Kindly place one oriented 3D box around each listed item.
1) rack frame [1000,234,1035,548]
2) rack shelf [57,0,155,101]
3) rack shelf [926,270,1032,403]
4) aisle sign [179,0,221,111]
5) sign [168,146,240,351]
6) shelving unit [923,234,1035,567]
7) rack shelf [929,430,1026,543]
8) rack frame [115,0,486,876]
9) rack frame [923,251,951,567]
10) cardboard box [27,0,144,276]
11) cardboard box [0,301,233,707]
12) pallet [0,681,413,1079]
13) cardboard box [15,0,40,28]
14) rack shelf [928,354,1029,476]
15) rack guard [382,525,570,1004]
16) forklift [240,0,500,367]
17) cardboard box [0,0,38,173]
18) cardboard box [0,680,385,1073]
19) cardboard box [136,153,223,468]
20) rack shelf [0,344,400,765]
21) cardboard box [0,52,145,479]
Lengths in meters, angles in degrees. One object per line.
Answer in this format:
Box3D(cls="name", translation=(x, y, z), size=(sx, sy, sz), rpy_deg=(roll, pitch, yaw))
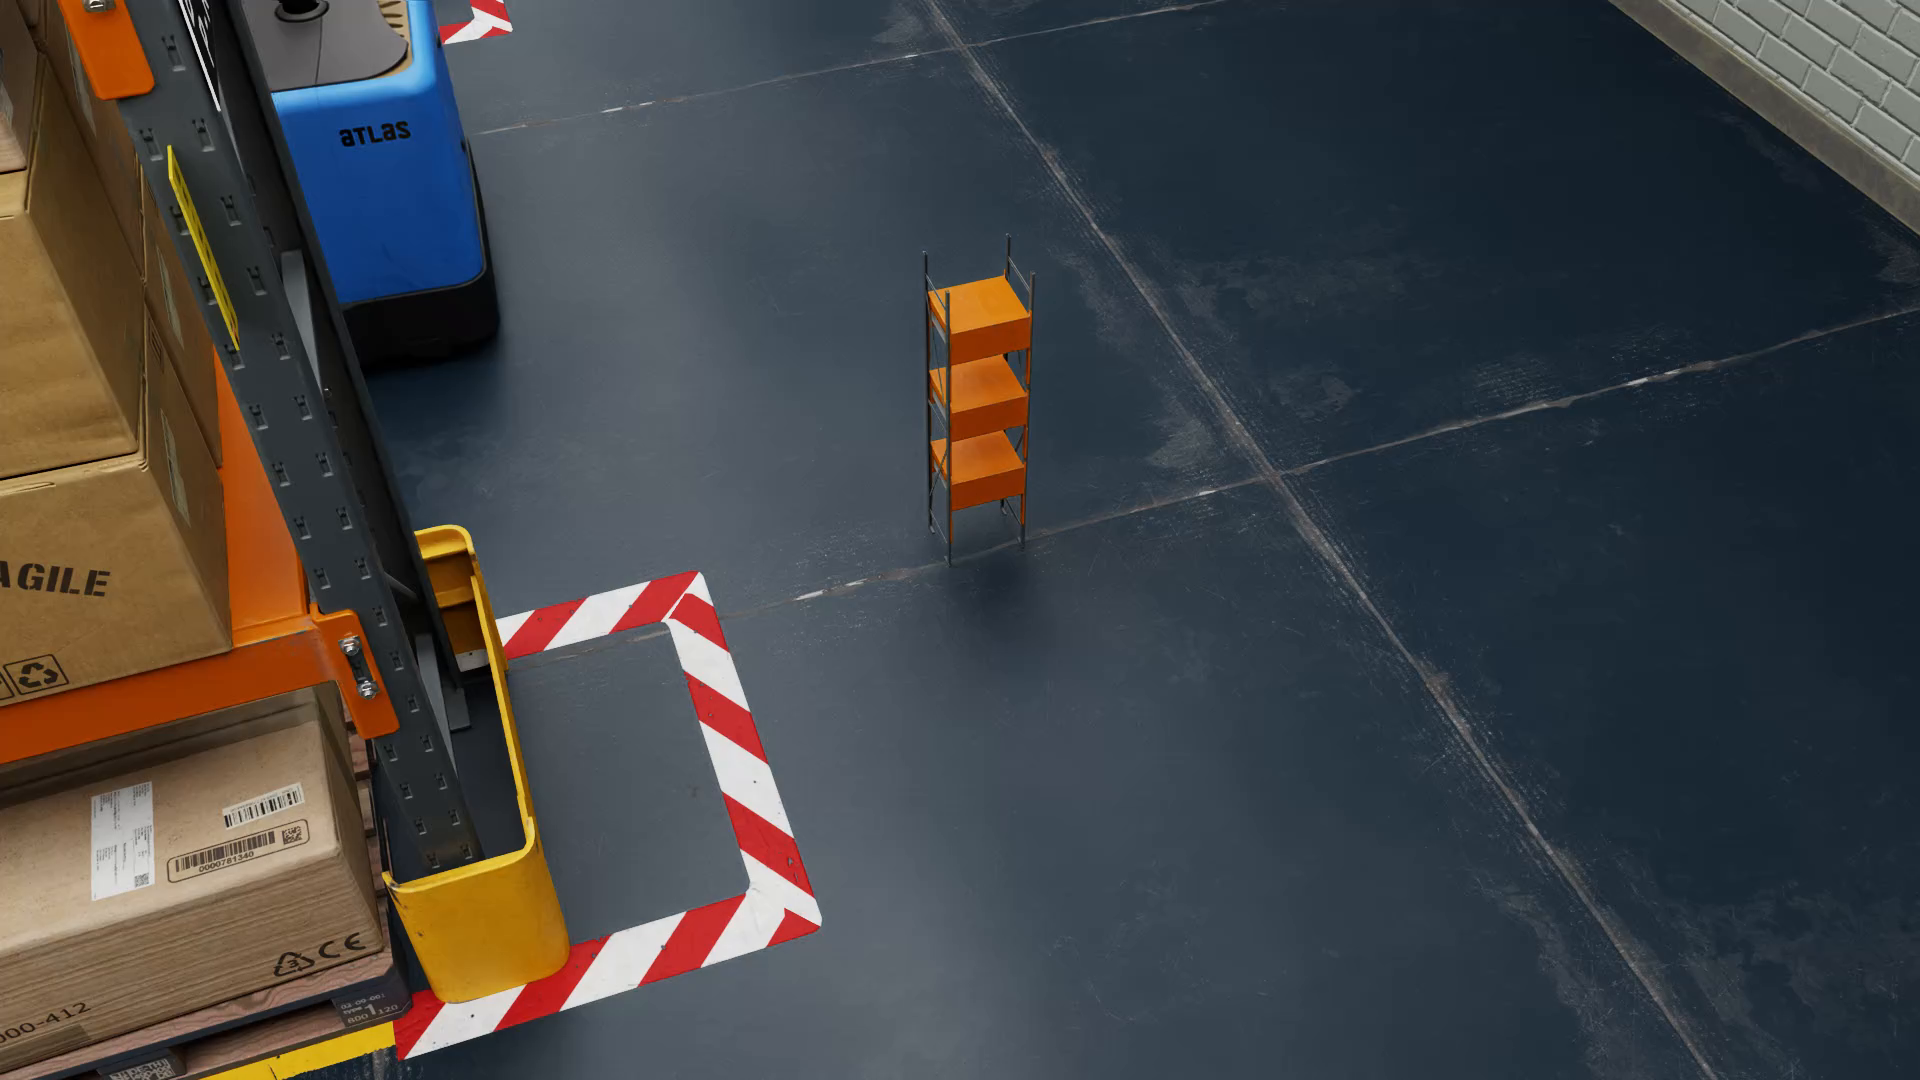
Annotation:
Box3D(cls="rack frame", translation=(0.165, -0.413, 4.920), size=(0.008, 1.050, 0.200), rpy_deg=(-14, 47, -14))
Box3D(cls="rack shelf", translation=(-3.232, -0.648, 2.169), size=(4.000, 0.370, 1.077), rpy_deg=(-14, 47, -14))
Box3D(cls="rack shelf", translation=(0.050, -0.576, 4.697), size=(0.240, 0.259, 0.215), rpy_deg=(-14, 47, -14))
Box3D(cls="aisle sign", translation=(-1.178, -1.053, 2.346), size=(0.004, 0.787, 0.394), rpy_deg=(-14, 47, -14))
Box3D(cls="sign", translation=(-1.180, -0.452, 2.598), size=(0.005, 0.325, 0.100), rpy_deg=(-14, 47, -14))
Box3D(cls="shelving unit", translation=(0.050, -0.383, 4.891), size=(0.252, 1.050, 0.215), rpy_deg=(-14, 47, -14))
Box3D(cls="rack shelf", translation=(0.050, -0.180, 5.095), size=(0.240, 0.259, 0.215), rpy_deg=(-14, 47, -14))
Box3D(cls="rack frame", translation=(-1.351, -0.324, 3.456), size=(0.127, 3.000, 1.000), rpy_deg=(-14, 47, -14))
Box3D(cls="rack frame", translation=(-0.064, -0.354, 4.862), size=(0.008, 1.050, 0.200), rpy_deg=(-14, 47, -14))
Box3D(cls="cardboard box", translation=(-1.899, -0.787, 3.140), size=(0.500, 0.500, 0.500), rpy_deg=(-15, 47, -15))
Box3D(cls="cardboard box", translation=(-1.715, -0.067, 3.129), size=(0.500, 0.500, 0.500), rpy_deg=(-14, 47, -14))
Box3D(cls="pallet", translation=(-2.076, 0.904, 4.200), size=(1.213, 0.211, 1.003), rpy_deg=(-14, 47, -14))
Box3D(cls="cardboard box", translation=(-1.779, -1.041, 2.935), size=(0.250, 0.149, 0.380), rpy_deg=(-13, 47, -13))
Box3D(cls="rack shelf", translation=(0.050, -0.376, 4.898), size=(0.240, 0.259, 0.215), rpy_deg=(-14, 47, -14))
Box3D(cls="rack guard", translation=(-1.328, 0.552, 4.347), size=(0.348, 0.500, 1.175), rpy_deg=(-14, 47, -14))
Box3D(cls="forklift", translation=(-3.212, -1.759, 4.933), size=(3.031, 2.935, 1.130), rpy_deg=(-12, 46, -11))
Box3D(cls="cardboard box", translation=(-1.620, -0.722, 2.617), size=(0.250, 0.149, 0.380), rpy_deg=(-14, 47, -13))
Box3D(cls="cardboard box", translation=(-1.938, 0.657, 3.990), size=(0.875, 0.438, 0.875), rpy_deg=(-16, 47, -15))
Box3D(cls="cardboard box", translation=(-1.900, -0.436, 3.496), size=(0.500, 0.500, 0.500), rpy_deg=(-15, 47, -14))
Box3D(cls="rack shelf", translation=(-3.232, 0.411, 3.231), size=(4.000, 0.370, 1.077), rpy_deg=(-14, 47, -14))
Box3D(cls="cardboard box", translation=(-1.723, -0.438, 2.792), size=(0.500, 0.500, 0.500), rpy_deg=(-13, 47, -13))
